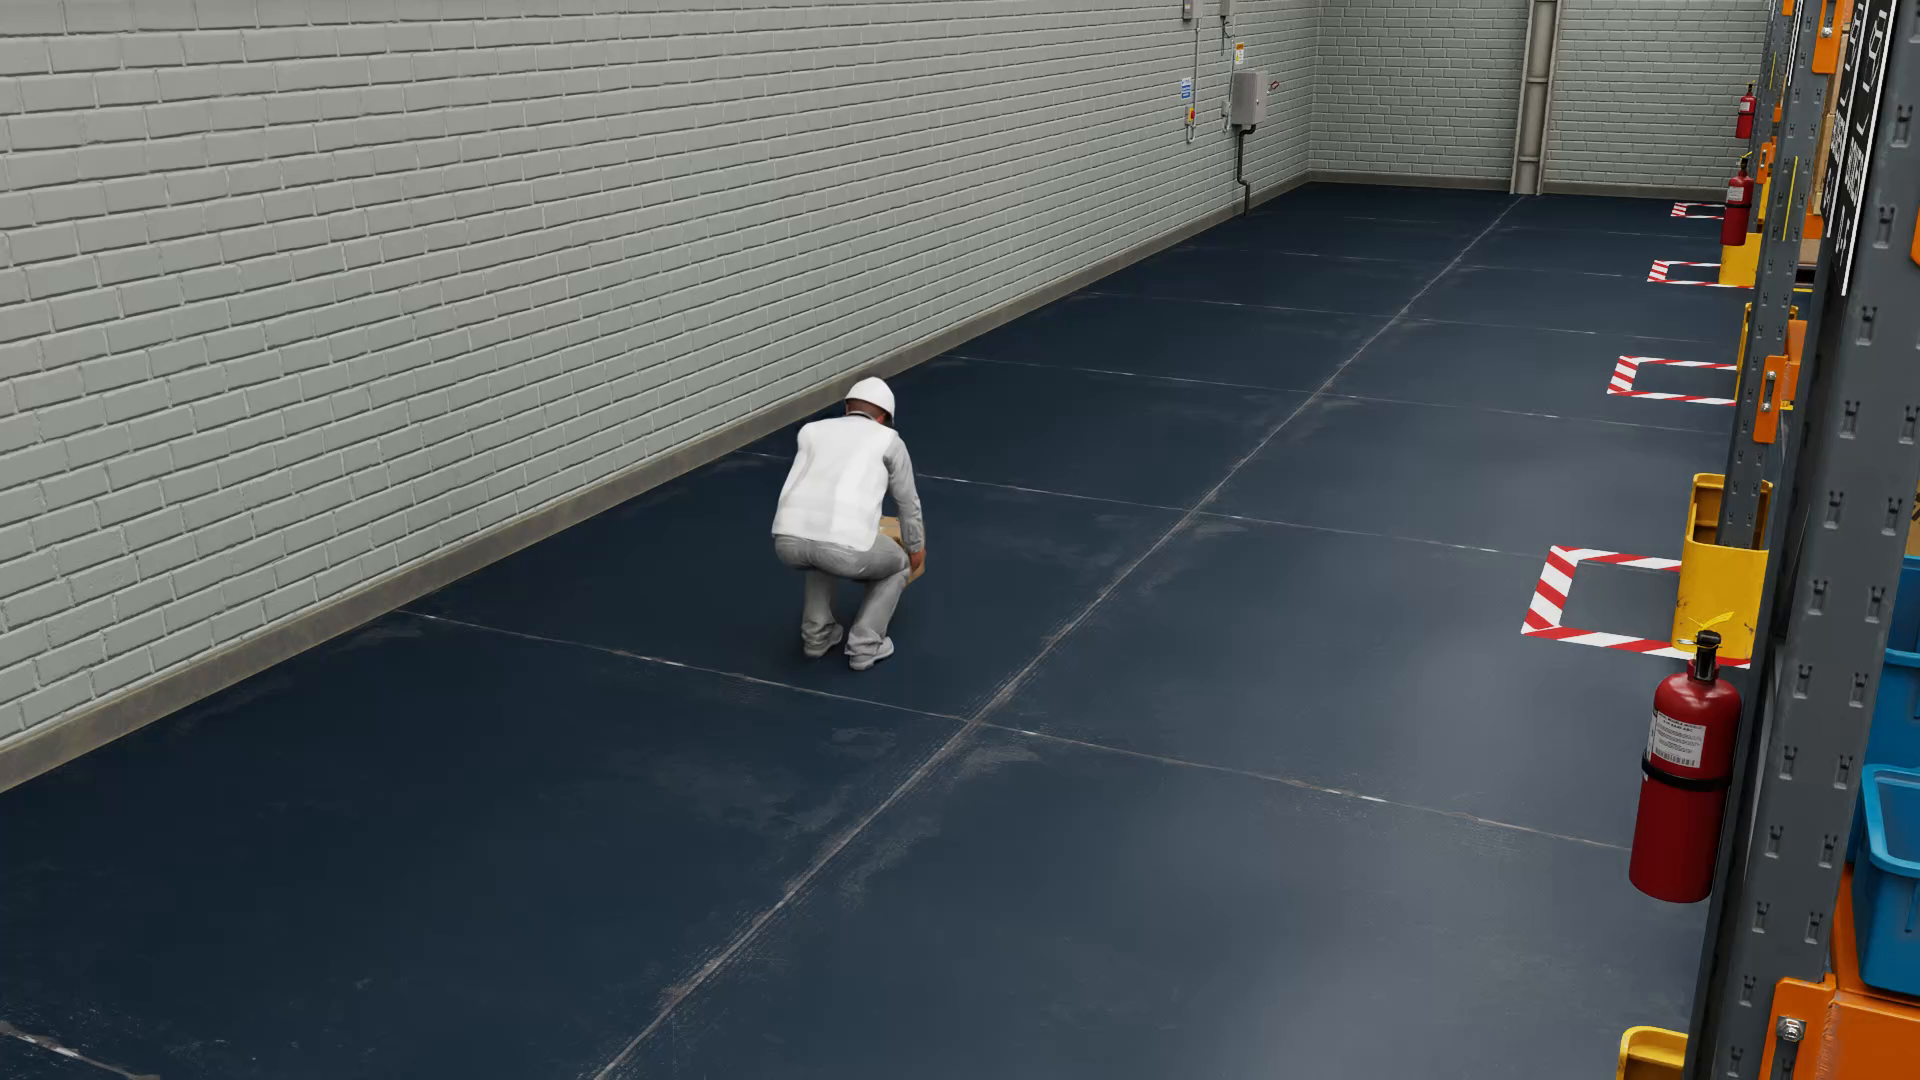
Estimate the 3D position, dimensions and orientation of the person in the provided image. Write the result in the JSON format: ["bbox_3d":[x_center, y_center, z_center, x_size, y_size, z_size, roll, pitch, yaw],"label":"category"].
[{"bbox_3d":[-0.504,-0.075,7.214,0.560,1.147,0.861,8,21,23],"label":"person"}]
